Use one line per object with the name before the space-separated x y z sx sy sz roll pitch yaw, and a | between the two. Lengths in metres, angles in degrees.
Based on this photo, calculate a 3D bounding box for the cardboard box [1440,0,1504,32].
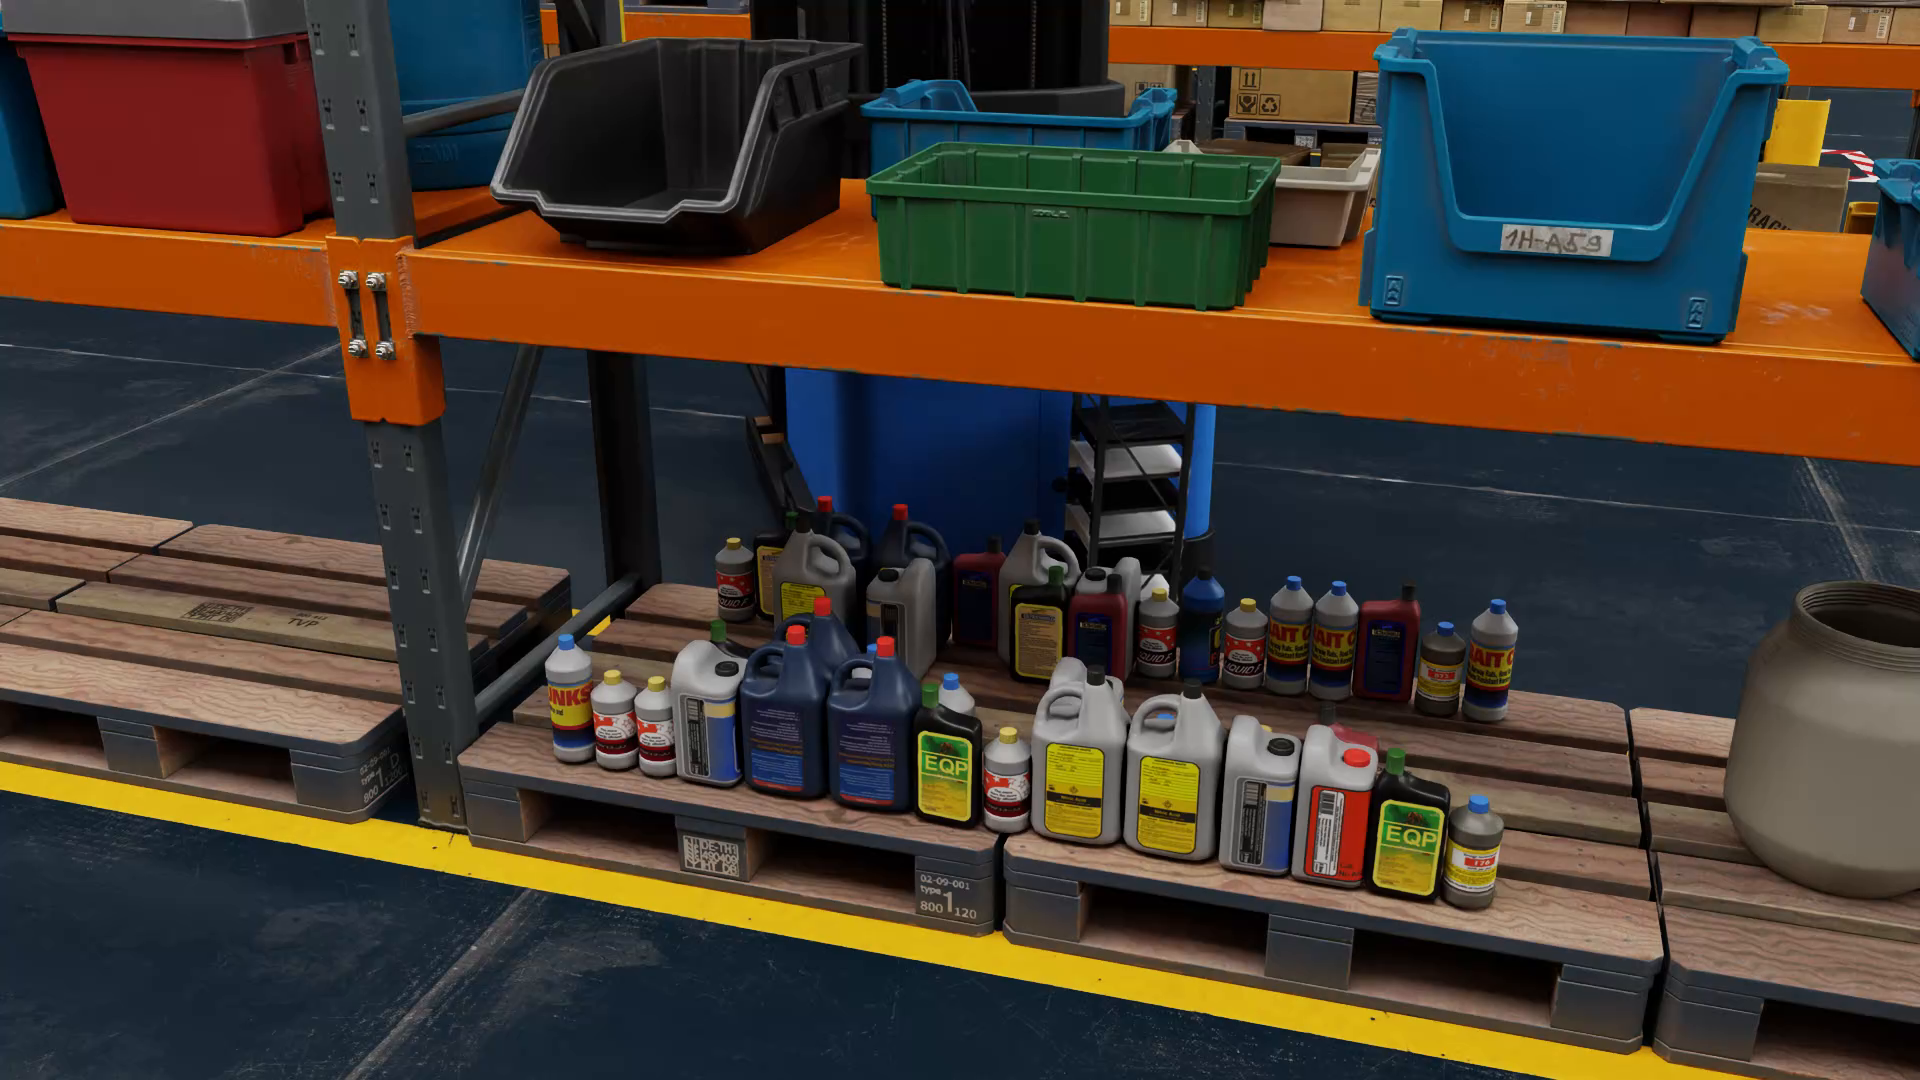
cardboard box | 2.239 -2.304 7.265 0.250 0.149 0.380 7 23 16

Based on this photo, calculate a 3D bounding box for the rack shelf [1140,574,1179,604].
rack shelf | 0.408 0.134 4.291 0.258 0.077 0.200 -5 29 -12

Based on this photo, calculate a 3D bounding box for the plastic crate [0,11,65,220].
plastic crate | -2.149 -0.925 3.592 0.575 0.384 0.392 7 23 16

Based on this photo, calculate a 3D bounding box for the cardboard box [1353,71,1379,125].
cardboard box | 3.403 -3.534 12.179 0.875 0.875 0.875 7 23 16

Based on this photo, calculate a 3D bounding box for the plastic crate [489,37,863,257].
plastic crate | -0.539 -0.792 3.329 0.504 0.338 0.767 7 23 16

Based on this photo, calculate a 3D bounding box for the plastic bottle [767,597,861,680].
plastic bottle | -0.309 0.285 3.534 0.185 0.351 0.144 7 23 16

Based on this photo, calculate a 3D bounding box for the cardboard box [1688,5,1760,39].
cardboard box | 3.196 -2.194 6.998 0.250 0.149 0.380 7 23 16

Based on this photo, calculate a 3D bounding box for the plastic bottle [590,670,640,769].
plastic bottle | -0.728 0.372 3.517 0.097 0.201 0.097 0 22 0

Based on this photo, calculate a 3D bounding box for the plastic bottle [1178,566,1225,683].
plastic bottle | 0.562 0.190 3.869 0.097 0.271 0.097 0 22 0

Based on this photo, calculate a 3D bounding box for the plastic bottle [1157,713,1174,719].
plastic bottle | 0.408 0.445 3.339 0.097 0.201 0.097 0 22 0

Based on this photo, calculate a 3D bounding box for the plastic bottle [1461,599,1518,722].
plastic bottle | 1.180 0.261 3.696 0.097 0.271 0.097 0 22 0

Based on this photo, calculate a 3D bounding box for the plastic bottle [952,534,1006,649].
plastic bottle | 0.048 0.119 4.027 0.133 0.283 0.061 8 24 19

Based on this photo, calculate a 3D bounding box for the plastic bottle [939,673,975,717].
plastic bottle | -0.018 0.397 3.365 0.097 0.271 0.097 0 22 0

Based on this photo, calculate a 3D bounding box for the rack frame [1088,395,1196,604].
rack frame | 0.437 -0.006 4.103 0.240 0.900 0.006 -5 29 -12

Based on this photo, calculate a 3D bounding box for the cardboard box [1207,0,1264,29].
cardboard box | 1.271 -2.401 7.502 0.250 0.149 0.380 7 23 16

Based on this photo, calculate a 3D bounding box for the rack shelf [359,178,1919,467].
rack shelf | 0.911 -0.372 3.172 4.000 0.370 1.077 7 23 16

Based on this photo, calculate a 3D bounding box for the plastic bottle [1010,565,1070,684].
plastic bottle | 0.184 0.192 3.850 0.133 0.283 0.061 7 23 16

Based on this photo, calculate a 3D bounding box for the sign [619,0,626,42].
sign | -0.834 -1.251 4.002 0.005 0.325 0.100 7 23 16

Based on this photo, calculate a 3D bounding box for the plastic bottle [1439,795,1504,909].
plastic bottle | 0.941 0.564 3.051 0.097 0.201 0.097 0 22 0

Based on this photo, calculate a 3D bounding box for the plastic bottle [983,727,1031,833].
plastic bottle | 0.094 0.467 3.288 0.097 0.201 0.097 0 22 0

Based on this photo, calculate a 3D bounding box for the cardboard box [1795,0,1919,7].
cardboard box | 3.738 -2.539 6.984 0.500 0.500 0.875 7 23 16

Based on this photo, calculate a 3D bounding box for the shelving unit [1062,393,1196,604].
shelving unit | 0.414 -0.053 4.190 0.258 0.900 0.210 -5 29 -12

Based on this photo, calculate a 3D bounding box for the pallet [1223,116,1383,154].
pallet | 2.662 -3.113 12.580 1.213 0.211 1.003 7 23 15

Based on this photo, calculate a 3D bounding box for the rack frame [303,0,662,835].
rack frame | -1.003 -0.924 3.570 0.127 3.000 1.000 7 23 16

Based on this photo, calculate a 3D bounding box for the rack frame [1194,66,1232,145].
rack frame | 1.957 -4.515 12.324 0.127 3.000 1.000 7 23 16

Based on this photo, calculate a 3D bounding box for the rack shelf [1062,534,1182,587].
rack shelf | 0.411 0.055 4.248 0.258 0.077 0.200 -5 29 -12

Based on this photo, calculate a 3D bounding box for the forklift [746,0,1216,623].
forklift | -0.145 -1.588 5.278 1.130 2.935 3.031 -5 23 -12

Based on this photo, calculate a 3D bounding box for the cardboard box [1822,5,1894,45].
cardboard box | 3.685 -2.153 6.897 0.250 0.149 0.380 7 23 16

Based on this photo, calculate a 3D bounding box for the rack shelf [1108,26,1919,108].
rack shelf | 2.342 -2.172 7.559 4.000 0.370 1.077 7 23 16

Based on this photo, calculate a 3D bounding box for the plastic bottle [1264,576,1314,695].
plastic bottle | 0.756 0.213 3.814 0.097 0.271 0.097 0 22 0

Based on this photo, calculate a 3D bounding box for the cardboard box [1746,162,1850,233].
cardboard box | 3.664 -1.397 7.465 0.500 0.500 0.500 11 25 25

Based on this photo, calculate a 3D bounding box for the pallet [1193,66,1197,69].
pallet | 2.544 -5.119 17.471 1.213 0.211 1.003 7 23 16

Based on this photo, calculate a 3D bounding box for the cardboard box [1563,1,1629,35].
cardboard box | 2.723 -2.256 7.149 0.250 0.149 0.380 7 23 16

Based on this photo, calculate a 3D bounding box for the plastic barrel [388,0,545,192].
plastic barrel | -1.286 -1.308 3.847 0.708 0.901 0.600 7 23 16

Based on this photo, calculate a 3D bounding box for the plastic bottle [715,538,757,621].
plastic bottle | -0.566 0.094 4.197 0.097 0.201 0.097 0 22 0

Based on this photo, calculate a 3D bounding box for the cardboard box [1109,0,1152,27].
cardboard box | 0.782 -2.442 7.603 0.250 0.149 0.380 7 23 16

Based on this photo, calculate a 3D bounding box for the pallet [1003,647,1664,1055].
pallet | 0.799 0.588 3.559 1.213 0.211 1.003 7 23 16

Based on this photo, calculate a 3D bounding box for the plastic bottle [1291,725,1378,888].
plastic bottle | 0.708 0.491 3.129 0.135 0.276 0.152 7 23 16

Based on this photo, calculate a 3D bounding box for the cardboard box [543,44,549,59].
cardboard box | -3.585 -4.078 14.001 0.500 0.500 0.500 5 23 13

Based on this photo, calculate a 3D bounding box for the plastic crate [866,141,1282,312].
plastic crate | 0.215 -0.575 2.998 0.662 0.188 0.450 7 23 16

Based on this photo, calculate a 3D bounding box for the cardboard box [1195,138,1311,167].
cardboard box | 1.349 -1.643 8.063 0.500 0.500 0.500 15 27 32

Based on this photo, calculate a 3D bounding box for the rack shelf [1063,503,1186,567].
rack shelf | 0.413 -0.024 4.206 0.258 0.077 0.200 -5 29 -12

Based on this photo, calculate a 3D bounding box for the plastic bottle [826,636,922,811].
plastic bottle | -0.170 0.358 3.356 0.185 0.351 0.144 6 23 13

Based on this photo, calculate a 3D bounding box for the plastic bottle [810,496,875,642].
plastic bottle | -0.304 0.064 4.073 0.185 0.351 0.144 6 23 14

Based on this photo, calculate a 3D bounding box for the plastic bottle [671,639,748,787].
plastic bottle | -0.508 0.352 3.468 0.135 0.276 0.152 7 23 17

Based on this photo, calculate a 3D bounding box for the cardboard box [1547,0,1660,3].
cardboard box | 2.759 -2.621 7.183 0.500 0.500 0.875 7 23 16

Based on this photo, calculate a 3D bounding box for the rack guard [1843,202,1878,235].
rack guard | 4.184 -1.137 7.383 0.348 0.500 1.175 7 23 16

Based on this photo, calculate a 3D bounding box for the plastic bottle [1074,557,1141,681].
plastic bottle | 0.344 0.174 3.902 0.135 0.276 0.152 7 23 16

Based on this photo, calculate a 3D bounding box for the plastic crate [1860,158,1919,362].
plastic crate | 1.640 -0.436 2.577 0.408 0.251 0.499 7 23 16

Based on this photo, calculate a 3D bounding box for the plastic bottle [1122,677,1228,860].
plastic bottle | 0.415 0.425 3.192 0.185 0.351 0.144 8 23 18

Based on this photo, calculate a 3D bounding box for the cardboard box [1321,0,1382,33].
cardboard box | 1.750 -2.346 7.369 0.250 0.149 0.380 7 23 16

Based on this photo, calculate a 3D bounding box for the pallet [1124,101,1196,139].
pallet | 1.196 -3.282 12.992 1.213 0.211 1.003 7 23 16

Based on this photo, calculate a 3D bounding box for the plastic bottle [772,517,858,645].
plastic bottle | -0.345 0.116 3.945 0.185 0.351 0.144 7 23 16

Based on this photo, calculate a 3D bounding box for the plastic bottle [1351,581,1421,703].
plastic bottle | 0.969 0.224 3.770 0.133 0.283 0.061 7 23 16

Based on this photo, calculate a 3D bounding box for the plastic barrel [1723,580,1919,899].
plastic barrel | 1.694 0.372 3.136 0.421 0.512 0.421 0 22 0

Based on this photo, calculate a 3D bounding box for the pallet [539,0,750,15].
pallet | -1.495 -2.871 8.570 1.213 0.211 1.003 7 23 16
